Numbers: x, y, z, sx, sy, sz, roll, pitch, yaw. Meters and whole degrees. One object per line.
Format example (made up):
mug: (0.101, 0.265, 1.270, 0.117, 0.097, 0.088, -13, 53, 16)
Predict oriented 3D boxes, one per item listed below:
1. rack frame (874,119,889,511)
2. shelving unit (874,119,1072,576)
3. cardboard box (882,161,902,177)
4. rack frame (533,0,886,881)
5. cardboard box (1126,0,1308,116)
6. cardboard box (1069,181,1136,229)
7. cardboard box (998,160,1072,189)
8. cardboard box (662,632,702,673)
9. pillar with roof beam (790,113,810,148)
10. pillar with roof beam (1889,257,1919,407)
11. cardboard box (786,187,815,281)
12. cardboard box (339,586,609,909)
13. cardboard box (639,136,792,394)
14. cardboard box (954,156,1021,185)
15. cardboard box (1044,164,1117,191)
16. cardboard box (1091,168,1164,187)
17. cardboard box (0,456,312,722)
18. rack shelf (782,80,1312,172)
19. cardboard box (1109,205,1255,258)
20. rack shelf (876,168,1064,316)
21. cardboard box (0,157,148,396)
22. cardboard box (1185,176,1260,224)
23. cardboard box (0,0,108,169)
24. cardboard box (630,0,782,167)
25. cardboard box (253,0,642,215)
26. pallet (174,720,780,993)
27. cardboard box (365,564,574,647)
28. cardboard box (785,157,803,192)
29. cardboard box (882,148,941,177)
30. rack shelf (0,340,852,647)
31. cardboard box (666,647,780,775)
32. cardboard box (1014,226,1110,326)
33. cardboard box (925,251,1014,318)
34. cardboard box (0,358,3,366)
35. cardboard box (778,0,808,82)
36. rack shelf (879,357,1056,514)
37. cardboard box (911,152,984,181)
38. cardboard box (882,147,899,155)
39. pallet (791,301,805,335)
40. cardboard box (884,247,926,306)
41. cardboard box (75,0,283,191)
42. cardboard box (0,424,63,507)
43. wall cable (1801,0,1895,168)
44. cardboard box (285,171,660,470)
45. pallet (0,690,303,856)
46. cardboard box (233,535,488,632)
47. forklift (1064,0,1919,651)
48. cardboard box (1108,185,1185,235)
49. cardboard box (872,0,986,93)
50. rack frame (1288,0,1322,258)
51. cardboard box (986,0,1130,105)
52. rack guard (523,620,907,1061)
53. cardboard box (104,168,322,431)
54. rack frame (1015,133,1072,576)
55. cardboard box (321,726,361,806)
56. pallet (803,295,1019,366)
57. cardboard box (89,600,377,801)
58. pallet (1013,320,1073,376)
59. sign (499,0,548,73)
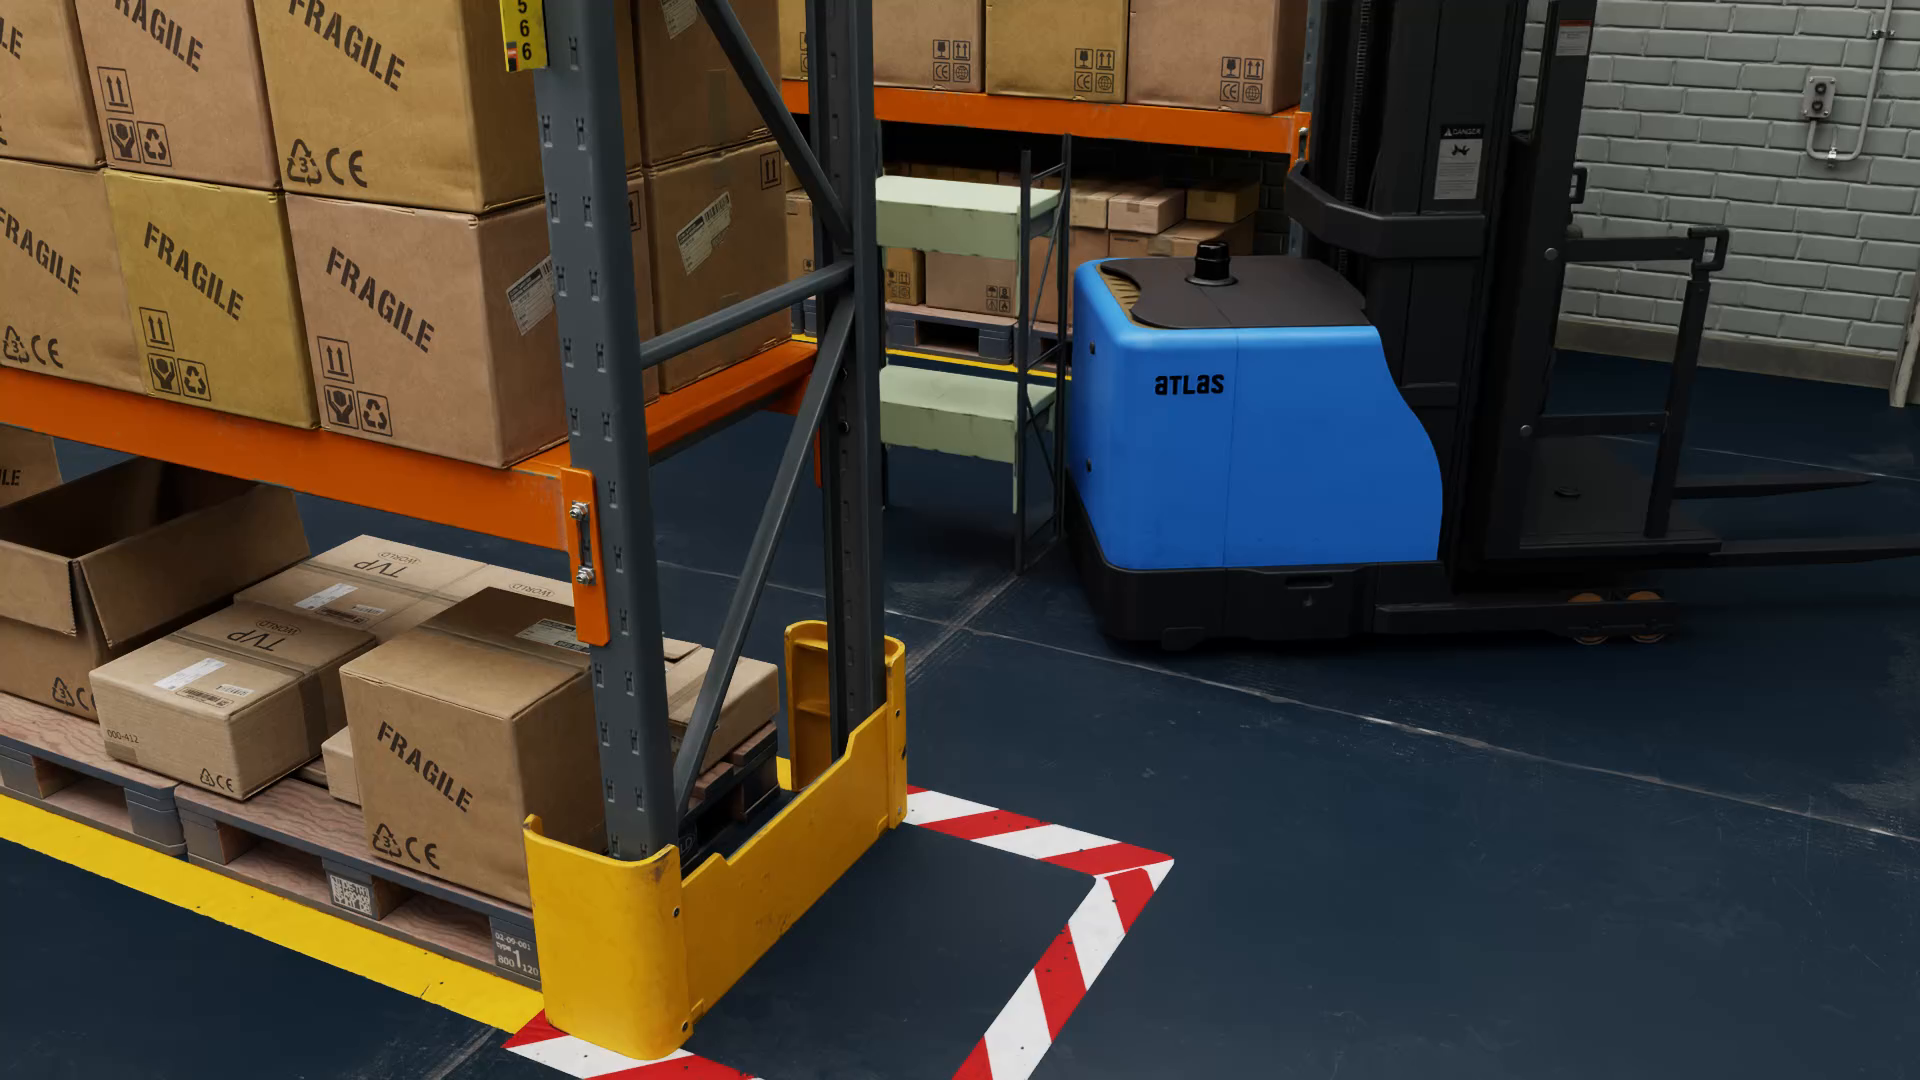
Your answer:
rack frame: (-0.375, -0.754, 6.107, 0.023, 1.500, 0.400, 10, 25, 23)
shelving unit: (-0.042, -0.694, 5.966, 0.755, 1.500, 0.431, 10, 25, 23)
cardboard box: (-0.497, -1.860, 8.618, 0.250, 0.149, 0.380, 10, 25, 23)
rack frame: (-0.470, -0.465, 3.511, 0.127, 3.000, 1.000, 11, 25, 25)
cardboard box: (1.302, -2.421, 7.726, 0.700, 0.700, 0.980, 12, 26, 27)
cardboard box: (0.667, -1.630, 8.079, 0.250, 0.149, 0.380, 12, 26, 26)
cardboard box: (0.391, -1.852, 8.601, 0.250, 0.149, 0.380, 12, 26, 25)
cardboard box: (-0.911, 0.398, 4.539, 0.250, 0.166, 0.380, 11, 25, 25)
pillar with roof beam: (-2.735, -4.338, 4.952, 0.400, 9.000, 9.100, 11, 25, 25)
pillar with roof beam: (2.619, -3.279, 2.461, 0.400, 9.000, 9.100, 11, 25, 25)
cardboard box: (-0.740, -1.688, 9.043, 0.500, 0.500, 0.700, 11, 25, 24)
cardboard box: (-1.066, 0.473, 3.938, 0.500, 0.500, 0.500, 11, 25, 25)
cardboard box: (-0.747, -0.682, 3.892, 0.500, 0.500, 0.500, 12, 26, 26)
cardboard box: (0.162, -1.897, 8.707, 0.250, 0.149, 0.380, 11, 26, 25)
cardboard box: (0.618, -1.807, 8.496, 0.250, 0.149, 0.380, 11, 26, 25)
cardboard box: (0.842, -1.763, 8.391, 0.250, 0.149, 0.380, 11, 26, 25)
cardboard box: (-2.360, 0.105, 4.799, 0.637, 0.503, 0.797, 11, 25, 25)
rack shelf: (-0.023, -2.218, 8.552, 4.000, 0.370, 1.077, 11, 25, 25)
cardboard box: (1.092, -1.328, 8.196, 0.500, 0.500, 0.700, 11, 25, 25)
rack shelf: (-0.042, -1.053, 5.813, 0.720, 0.370, 0.431, 10, 25, 23)
cardboard box: (-1.900, -0.676, 3.878, 0.500, 0.500, 0.500, 11, 26, 25)
cardboard box: (1.294, -1.674, 8.182, 0.250, 0.149, 0.380, 11, 26, 25)
cardboard box: (-1.907, -1.133, 3.675, 0.500, 0.500, 0.500, 12, 26, 26)
cardboard box: (-0.747, -1.142, 3.697, 0.500, 0.500, 0.500, 12, 26, 26)
cardboard box: (-0.991, -0.954, 3.255, 0.500, 0.500, 0.500, 11, 25, 24)
pallet: (-1.249, 0.664, 4.419, 1.213, 0.211, 1.003, 11, 25, 25)
cardboard box: (-1.273, 0.314, 4.629, 0.500, 0.250, 0.500, 11, 25, 25)
cardboard box: (-0.963, -1.952, 8.835, 0.250, 0.149, 0.380, 12, 26, 26)
cardboard box: (-0.295, -1.987, 8.919, 0.250, 0.149, 0.380, 11, 26, 25)
rack shelf: (-2.255, -0.487, 4.482, 4.000, 0.370, 1.077, 11, 25, 25)
cardboard box: (-0.688, 0.450, 4.439, 0.250, 0.149, 0.380, 11, 25, 25)
cardboard box: (0.646, -1.416, 8.404, 0.500, 0.500, 0.700, 11, 25, 24)
cardboard box: (0.196, -1.505, 8.612, 0.500, 0.500, 0.700, 10, 25, 23)
cardboard box: (-2.349, -0.765, 4.087, 0.500, 0.500, 0.500, 11, 25, 24)
cardboard box: (-0.682, -2.808, 8.637, 0.700, 0.700, 0.980, 11, 25, 23)
rack shelf: (-0.042, -0.394, 6.093, 0.720, 0.370, 0.431, 10, 25, 23)
cardboard box: (-0.064, -1.942, 8.812, 0.250, 0.149, 0.380, 11, 25, 24)
cardboard box: (-0.520, -2.032, 9.024, 0.250, 0.149, 0.380, 10, 25, 23)
pallet: (-1.164, -1.457, 9.407, 1.213, 0.211, 1.003, 11, 25, 25)
cardboard box: (-0.283, -1.596, 8.828, 0.500, 0.500, 0.700, 12, 26, 26)
cardboard box: (-1.442, -1.043, 3.464, 0.500, 0.500, 0.500, 12, 26, 26)
cardboard box: (-3.403, -0.222, 5.571, 0.500, 0.500, 0.500, 11, 25, 25)
wall cable: (3.332, -2.768, 7.627, 1.851, 1.984, 0.084, 11, 25, 25)
cardboard box: (-0.992, -0.495, 3.454, 0.500, 0.500, 0.500, 12, 26, 26)
pallet: (-2.334, 0.448, 4.926, 1.213, 0.211, 1.003, 11, 25, 25)
cardboard box: (-1.719, 0.226, 4.837, 0.500, 0.250, 0.500, 11, 25, 25)
forklift: (1.930, -1.210, 5.351, 3.031, 2.935, 1.130, -2, 23, -4)
cardboard box: (0.895, -1.585, 7.973, 0.250, 0.149, 0.380, 11, 25, 24)
cardboard box: (-0.028, -2.683, 8.343, 0.700, 0.700, 0.980, 10, 25, 22)
rack frame: (1.762, -2.196, 7.581, 0.127, 3.000, 1.000, 11, 25, 25)
cardboard box: (0.648, -2.545, 8.019, 0.700, 0.700, 0.980, 11, 25, 24)
rack guard: (-0.538, 0.672, 4.032, 0.348, 0.500, 1.175, 11, 25, 25)
cardboard box: (-1.457, -0.586, 3.667, 0.500, 0.500, 0.500, 11, 26, 25)
rack frame: (0.290, -0.634, 5.824, 0.023, 1.500, 0.400, 10, 25, 23)
cardboard box: (-1.387, 0.523, 4.245, 0.250, 0.166, 0.380, 11, 25, 25)
pallet: (-0.072, -1.242, 8.902, 1.213, 0.211, 1.003, 11, 25, 25)
cardboard box: (-1.900, 0.409, 4.406, 0.500, 0.250, 0.500, 11, 25, 25)
pallet: (1.013, -1.027, 8.394, 1.213, 0.211, 1.003, 11, 25, 25)
sign: (-0.738, -0.953, 2.775, 0.005, 0.325, 0.100, 11, 25, 25)
